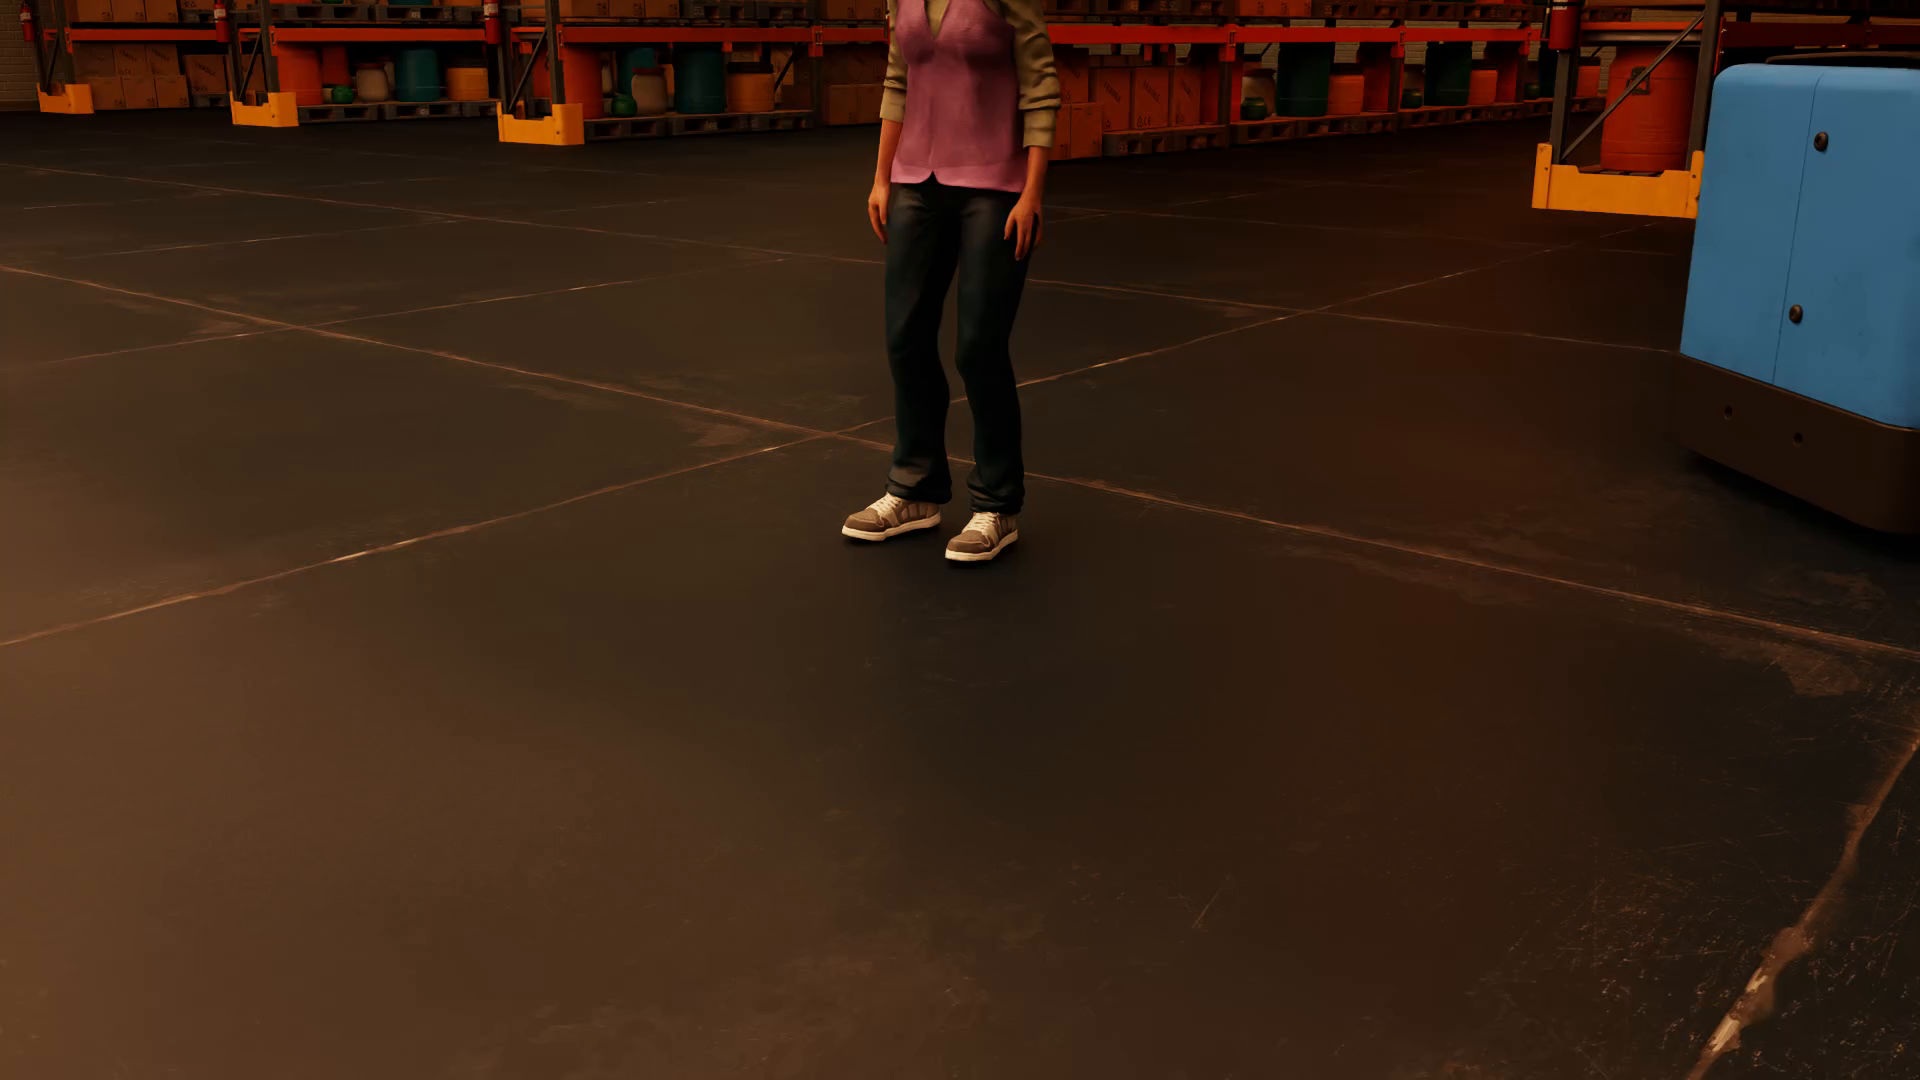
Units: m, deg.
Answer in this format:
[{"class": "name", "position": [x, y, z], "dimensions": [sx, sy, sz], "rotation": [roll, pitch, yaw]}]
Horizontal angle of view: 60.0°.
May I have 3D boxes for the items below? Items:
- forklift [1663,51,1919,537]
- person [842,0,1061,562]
[{"class": "forklift", "position": [3.511, -1.540, 3.968], "dimensions": [3.031, 2.935, 1.130], "rotation": [-2, 17, -7]}, {"class": "person", "position": [-0.005, -0.754, 3.689], "dimensions": [0.481, 1.591, 0.345], "rotation": [12, 21, 34]}]
